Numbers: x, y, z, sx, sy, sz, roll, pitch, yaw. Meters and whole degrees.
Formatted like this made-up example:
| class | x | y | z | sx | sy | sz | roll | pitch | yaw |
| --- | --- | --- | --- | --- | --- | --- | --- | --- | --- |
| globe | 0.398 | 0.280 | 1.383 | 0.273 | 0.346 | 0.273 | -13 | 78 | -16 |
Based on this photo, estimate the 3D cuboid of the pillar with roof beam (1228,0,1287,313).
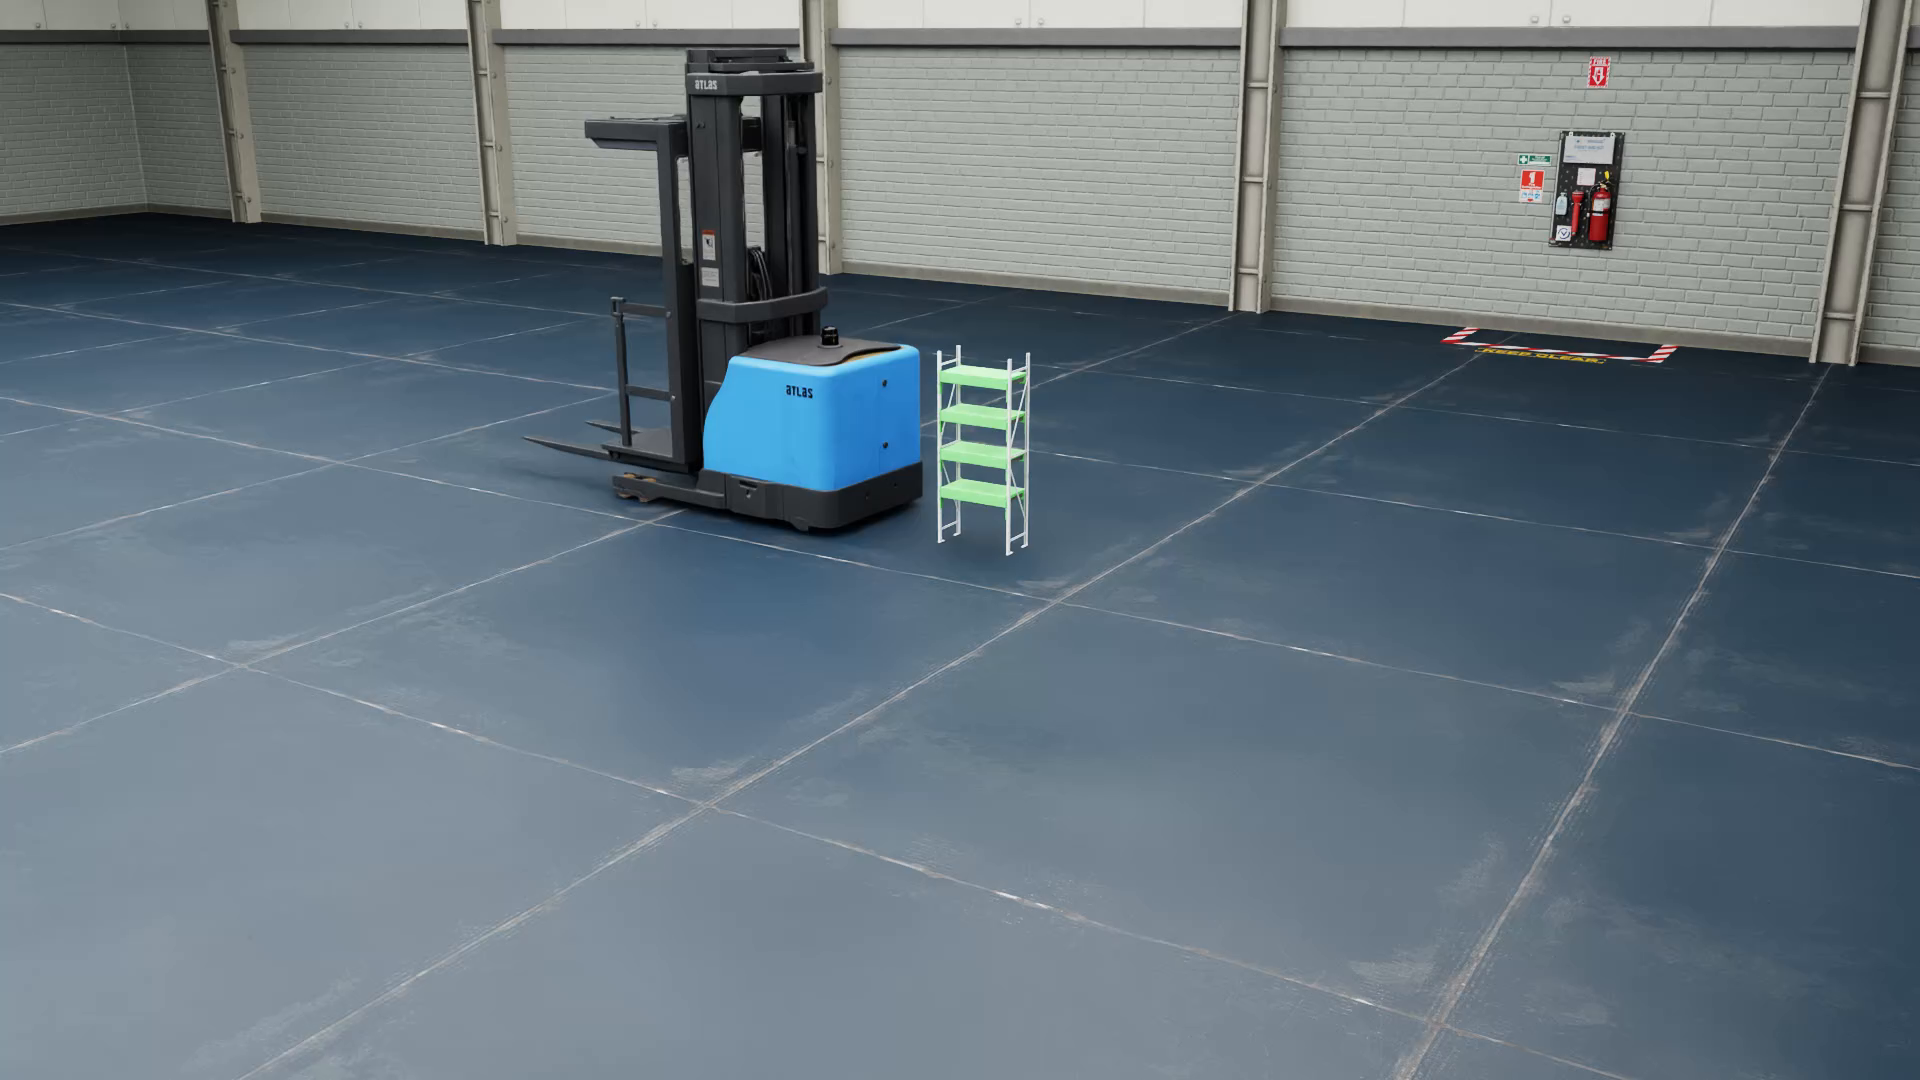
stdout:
| class | x | y | z | sx | sy | sz | roll | pitch | yaw |
| --- | --- | --- | --- | --- | --- | --- | --- | --- | --- |
| pillar with roof beam | 1.064 | -5.874 | 14.236 | 0.400 | 9.000 | 9.100 | 10 | 20 | 30 |

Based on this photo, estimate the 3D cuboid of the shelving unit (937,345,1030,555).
| class | x | y | z | sx | sy | sz | roll | pitch | yaw |
| --- | --- | --- | --- | --- | --- | --- | --- | --- | --- |
| shelving unit | 0.141 | -0.549 | 10.124 | 0.503 | 1.200 | 0.258 | 10 | 20 | 30 |

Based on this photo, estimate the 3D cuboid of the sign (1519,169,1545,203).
| class | x | y | z | sx | sy | sz | roll | pitch | yaw |
| --- | --- | --- | --- | --- | --- | --- | --- | --- | --- |
| sign | 5.926 | -3.669 | 17.238 | 0.234 | 0.329 | 0.001 | 10 | 20 | 30 |

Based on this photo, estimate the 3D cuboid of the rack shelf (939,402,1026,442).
| class | x | y | z | sx | sy | sz | roll | pitch | yaw |
| --- | --- | --- | --- | --- | --- | --- | --- | --- | --- |
| rack shelf | 0.141 | -0.717 | 10.073 | 0.480 | 0.148 | 0.258 | 10 | 20 | 30 |

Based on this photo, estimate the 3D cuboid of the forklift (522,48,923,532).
| class | x | y | z | sx | sy | sz | roll | pitch | yaw |
| --- | --- | --- | --- | --- | --- | --- | --- | --- | --- |
| forklift | -1.751 | -1.768 | 11.159 | 3.031 | 2.935 | 1.130 | 11 | 20 | 33 |

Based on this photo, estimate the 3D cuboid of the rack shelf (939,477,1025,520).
| class | x | y | z | sx | sy | sz | roll | pitch | yaw |
| --- | --- | --- | --- | --- | --- | --- | --- | --- | --- |
| rack shelf | 0.141 | -0.258 | 10.212 | 0.480 | 0.148 | 0.258 | 10 | 20 | 30 |

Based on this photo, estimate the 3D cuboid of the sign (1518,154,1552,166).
| class | x | y | z | sx | sy | sz | roll | pitch | yaw |
| --- | --- | --- | --- | --- | --- | --- | --- | --- | --- |
| sign | 5.926 | -3.920 | 17.151 | 0.331 | 0.109 | 0.001 | 10 | 20 | 30 |

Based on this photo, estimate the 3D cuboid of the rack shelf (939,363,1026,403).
| class | x | y | z | sx | sy | sz | roll | pitch | yaw |
| --- | --- | --- | --- | --- | --- | --- | --- | --- | --- |
| rack shelf | 0.141 | -0.947 | 10.003 | 0.480 | 0.148 | 0.258 | 10 | 20 | 30 |

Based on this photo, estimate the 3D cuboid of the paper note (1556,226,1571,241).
| class | x | y | z | sx | sy | sz | roll | pitch | yaw |
| --- | --- | --- | --- | --- | --- | --- | --- | --- | --- |
| paper note | 6.229 | -3.165 | 17.155 | 0.142 | 0.148 | 0.016 | 10 | 20 | 30 |

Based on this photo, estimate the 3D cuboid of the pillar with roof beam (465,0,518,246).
| class | x | y | z | sx | sy | sz | roll | pitch | yaw |
| --- | --- | --- | --- | --- | --- | --- | --- | --- | --- |
| pillar with roof beam | -9.162 | -7.699 | 20.245 | 0.400 | 9.000 | 9.100 | 10 | 20 | 30 |

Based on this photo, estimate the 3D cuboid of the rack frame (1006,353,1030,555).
| class | x | y | z | sx | sy | sz | roll | pitch | yaw |
| --- | --- | --- | --- | --- | --- | --- | --- | --- | --- |
| rack frame | 0.349 | -0.512 | 10.002 | 0.015 | 1.200 | 0.240 | 10 | 20 | 30 |

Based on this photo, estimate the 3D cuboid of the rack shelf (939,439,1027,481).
| class | x | y | z | sx | sy | sz | roll | pitch | yaw |
| --- | --- | --- | --- | --- | --- | --- | --- | --- | --- |
| rack shelf | 0.141 | -0.488 | 10.142 | 0.480 | 0.148 | 0.258 | 10 | 20 | 30 |

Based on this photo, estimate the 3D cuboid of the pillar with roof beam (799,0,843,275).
| class | x | y | z | sx | sy | sz | roll | pitch | yaw |
| --- | --- | --- | --- | --- | --- | --- | --- | --- | --- |
| pillar with roof beam | -4.049 | -6.787 | 17.241 | 0.400 | 9.000 | 9.100 | 10 | 20 | 30 |

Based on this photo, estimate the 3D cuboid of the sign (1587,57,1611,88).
| class | x | y | z | sx | sy | sz | roll | pitch | yaw |
| --- | --- | --- | --- | --- | --- | --- | --- | --- | --- |
| sign | 6.389 | -4.677 | 16.630 | 0.199 | 0.298 | 0.001 | 10 | 20 | 30 |

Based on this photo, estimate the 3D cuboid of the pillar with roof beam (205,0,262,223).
| class | x | y | z | sx | sy | sz | roll | pitch | yaw |
| --- | --- | --- | --- | --- | --- | --- | --- | --- | --- |
| pillar with roof beam | -14.274 | -8.612 | 23.250 | 0.400 | 9.000 | 9.100 | 10 | 20 | 30 |

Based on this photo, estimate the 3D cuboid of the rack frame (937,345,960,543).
| class | x | y | z | sx | sy | sz | roll | pitch | yaw |
| --- | --- | --- | --- | --- | --- | --- | --- | --- | --- |
| rack frame | -0.067 | -0.586 | 10.246 | 0.015 | 1.200 | 0.240 | 10 | 20 | 30 |

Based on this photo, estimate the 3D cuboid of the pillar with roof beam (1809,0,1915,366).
| class | x | y | z | sx | sy | sz | roll | pitch | yaw |
| --- | --- | --- | --- | --- | --- | --- | --- | --- | --- |
| pillar with roof beam | 6.176 | -4.961 | 11.232 | 0.400 | 9.000 | 9.100 | 10 | 20 | 30 |

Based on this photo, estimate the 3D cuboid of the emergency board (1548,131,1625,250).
| class | x | y | z | sx | sy | sz | roll | pitch | yaw |
| --- | --- | --- | --- | --- | --- | --- | --- | --- | --- |
| emergency board | 6.344 | -3.542 | 16.882 | 0.643 | 1.169 | 0.194 | 10 | 20 | 30 |
